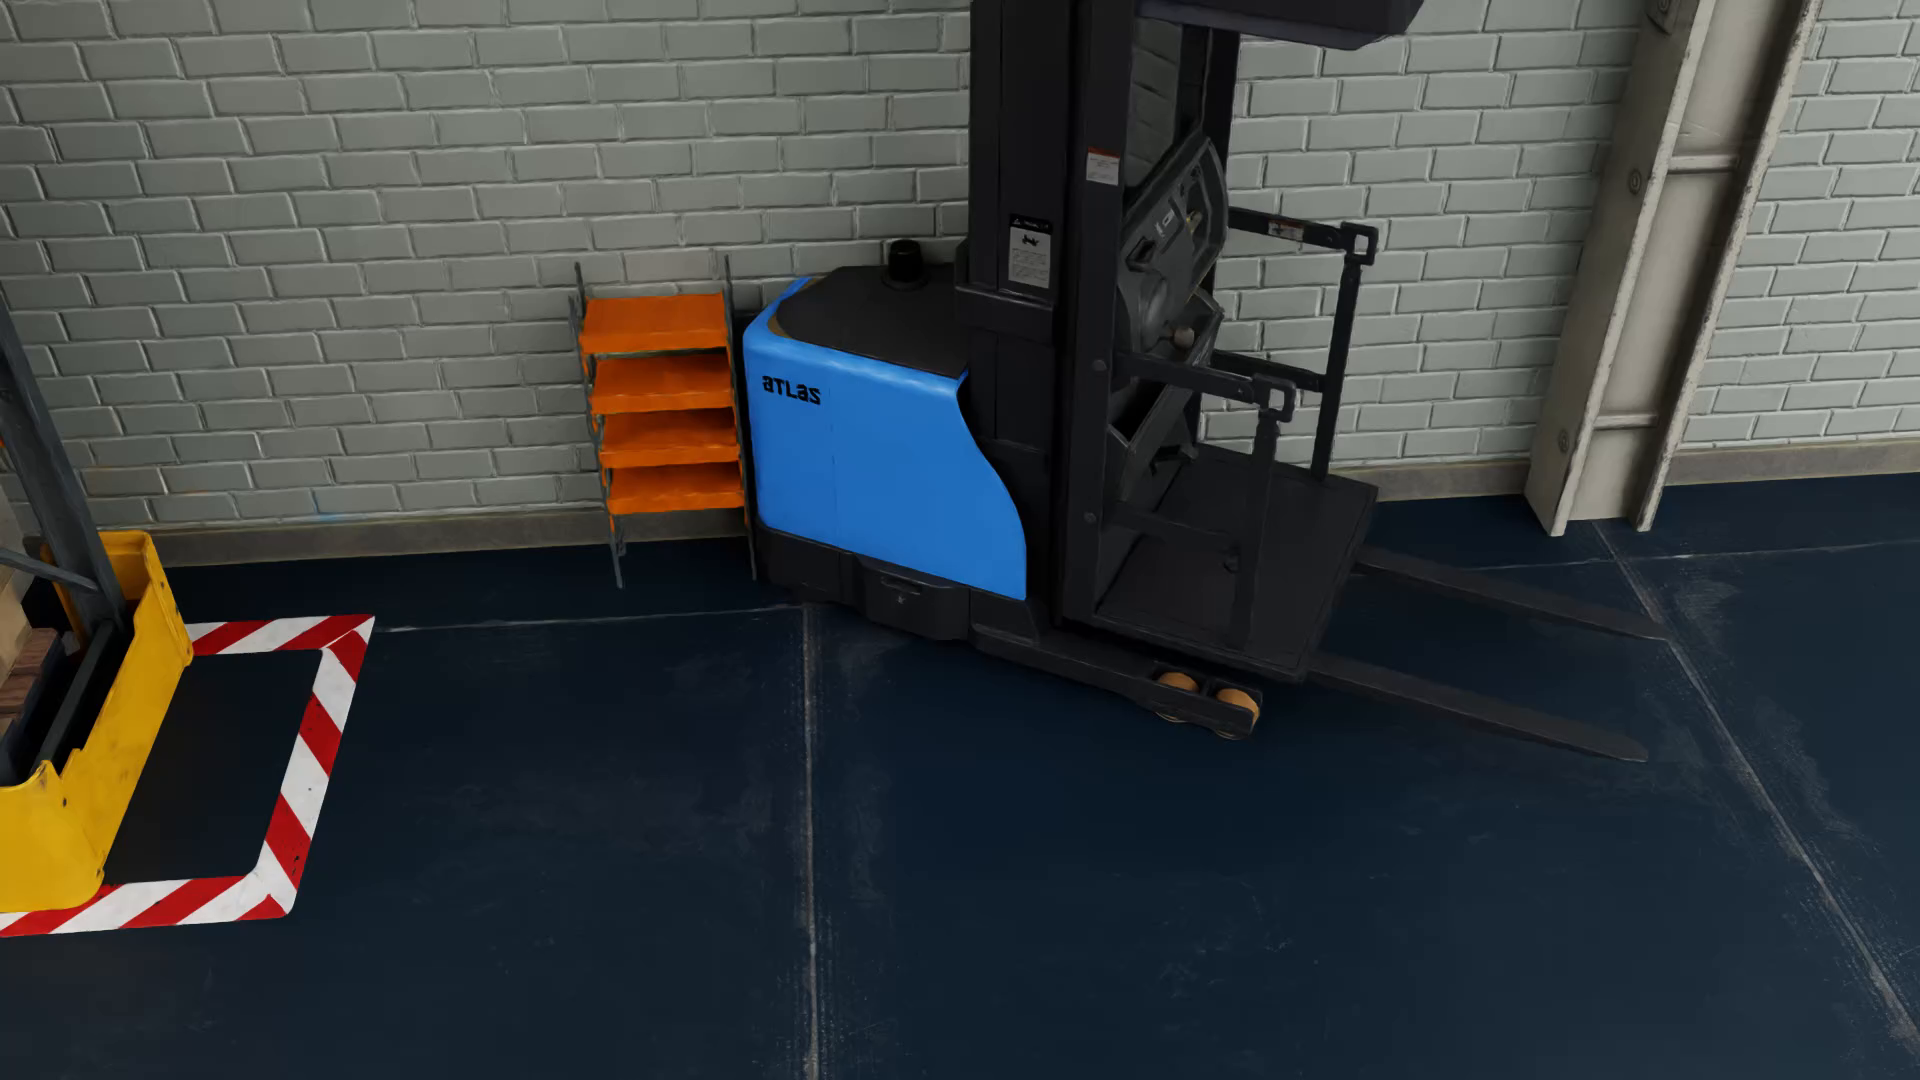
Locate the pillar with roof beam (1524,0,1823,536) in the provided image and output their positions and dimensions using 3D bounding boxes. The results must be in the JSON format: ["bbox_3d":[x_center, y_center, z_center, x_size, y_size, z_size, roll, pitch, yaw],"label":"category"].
[{"bbox_3d":[2.786,-0.996,0.248,0.400,9.000,9.100,-3,38,-4],"label":"pillar with roof beam"}]

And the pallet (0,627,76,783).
[{"bbox_3d":[-3.556,0.713,5.176,1.213,0.211,1.003,-3,38,-4],"label":"pallet"}]

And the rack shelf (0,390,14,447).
[{"bbox_3d":[-4.791,-0.058,4.482,4.000,0.370,1.077,-3,38,-4],"label":"rack shelf"}]

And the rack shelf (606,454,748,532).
[{"bbox_3d":[-1.003,-0.177,5.933,0.480,0.148,0.258,-3,38,-4],"label":"rack shelf"}]

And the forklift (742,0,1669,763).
[{"bbox_3d":[0.836,-0.877,4.995,3.031,2.935,1.130,16,41,19],"label":"forklift"}]

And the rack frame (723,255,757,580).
[{"bbox_3d":[-0.760,-0.400,5.785,0.015,1.200,0.240,-3,38,-4],"label":"rack frame"}]

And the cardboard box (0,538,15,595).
[{"bbox_3d":[-3.285,0.166,5.095,0.500,0.250,0.500,-2,38,-3],"label":"cardboard box"}]

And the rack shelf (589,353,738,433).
[{"bbox_3d":[-1.004,-0.508,5.671,0.480,0.148,0.258,-3,38,-4],"label":"rack shelf"}]

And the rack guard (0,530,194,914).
[{"bbox_3d":[-2.774,0.530,5.175,0.348,0.500,1.175,-3,38,-4],"label":"rack guard"}]

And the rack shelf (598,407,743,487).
[{"bbox_3d":[-1.003,-0.333,5.810,0.480,0.148,0.258,-3,38,-4],"label":"rack shelf"}]

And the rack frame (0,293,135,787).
[{"bbox_3d":[-2.798,-0.450,4.399,0.127,3.000,1.000,-3,38,-4],"label":"rack frame"}]

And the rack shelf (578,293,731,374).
[{"bbox_3d":[-1.005,-0.694,5.525,0.480,0.148,0.258,-3,38,-4],"label":"rack shelf"}]

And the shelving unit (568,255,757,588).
[{"bbox_3d":[-1.003,-0.385,5.768,0.503,1.200,0.258,-3,38,-4],"label":"shelving unit"}]

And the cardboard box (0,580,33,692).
[{"bbox_3d":[-3.305,0.371,5.239,0.500,0.250,0.500,-3,38,-4],"label":"cardboard box"}]

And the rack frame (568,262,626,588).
[{"bbox_3d":[-1.246,-0.371,5.752,0.015,1.200,0.240,-3,38,-4],"label":"rack frame"}]
